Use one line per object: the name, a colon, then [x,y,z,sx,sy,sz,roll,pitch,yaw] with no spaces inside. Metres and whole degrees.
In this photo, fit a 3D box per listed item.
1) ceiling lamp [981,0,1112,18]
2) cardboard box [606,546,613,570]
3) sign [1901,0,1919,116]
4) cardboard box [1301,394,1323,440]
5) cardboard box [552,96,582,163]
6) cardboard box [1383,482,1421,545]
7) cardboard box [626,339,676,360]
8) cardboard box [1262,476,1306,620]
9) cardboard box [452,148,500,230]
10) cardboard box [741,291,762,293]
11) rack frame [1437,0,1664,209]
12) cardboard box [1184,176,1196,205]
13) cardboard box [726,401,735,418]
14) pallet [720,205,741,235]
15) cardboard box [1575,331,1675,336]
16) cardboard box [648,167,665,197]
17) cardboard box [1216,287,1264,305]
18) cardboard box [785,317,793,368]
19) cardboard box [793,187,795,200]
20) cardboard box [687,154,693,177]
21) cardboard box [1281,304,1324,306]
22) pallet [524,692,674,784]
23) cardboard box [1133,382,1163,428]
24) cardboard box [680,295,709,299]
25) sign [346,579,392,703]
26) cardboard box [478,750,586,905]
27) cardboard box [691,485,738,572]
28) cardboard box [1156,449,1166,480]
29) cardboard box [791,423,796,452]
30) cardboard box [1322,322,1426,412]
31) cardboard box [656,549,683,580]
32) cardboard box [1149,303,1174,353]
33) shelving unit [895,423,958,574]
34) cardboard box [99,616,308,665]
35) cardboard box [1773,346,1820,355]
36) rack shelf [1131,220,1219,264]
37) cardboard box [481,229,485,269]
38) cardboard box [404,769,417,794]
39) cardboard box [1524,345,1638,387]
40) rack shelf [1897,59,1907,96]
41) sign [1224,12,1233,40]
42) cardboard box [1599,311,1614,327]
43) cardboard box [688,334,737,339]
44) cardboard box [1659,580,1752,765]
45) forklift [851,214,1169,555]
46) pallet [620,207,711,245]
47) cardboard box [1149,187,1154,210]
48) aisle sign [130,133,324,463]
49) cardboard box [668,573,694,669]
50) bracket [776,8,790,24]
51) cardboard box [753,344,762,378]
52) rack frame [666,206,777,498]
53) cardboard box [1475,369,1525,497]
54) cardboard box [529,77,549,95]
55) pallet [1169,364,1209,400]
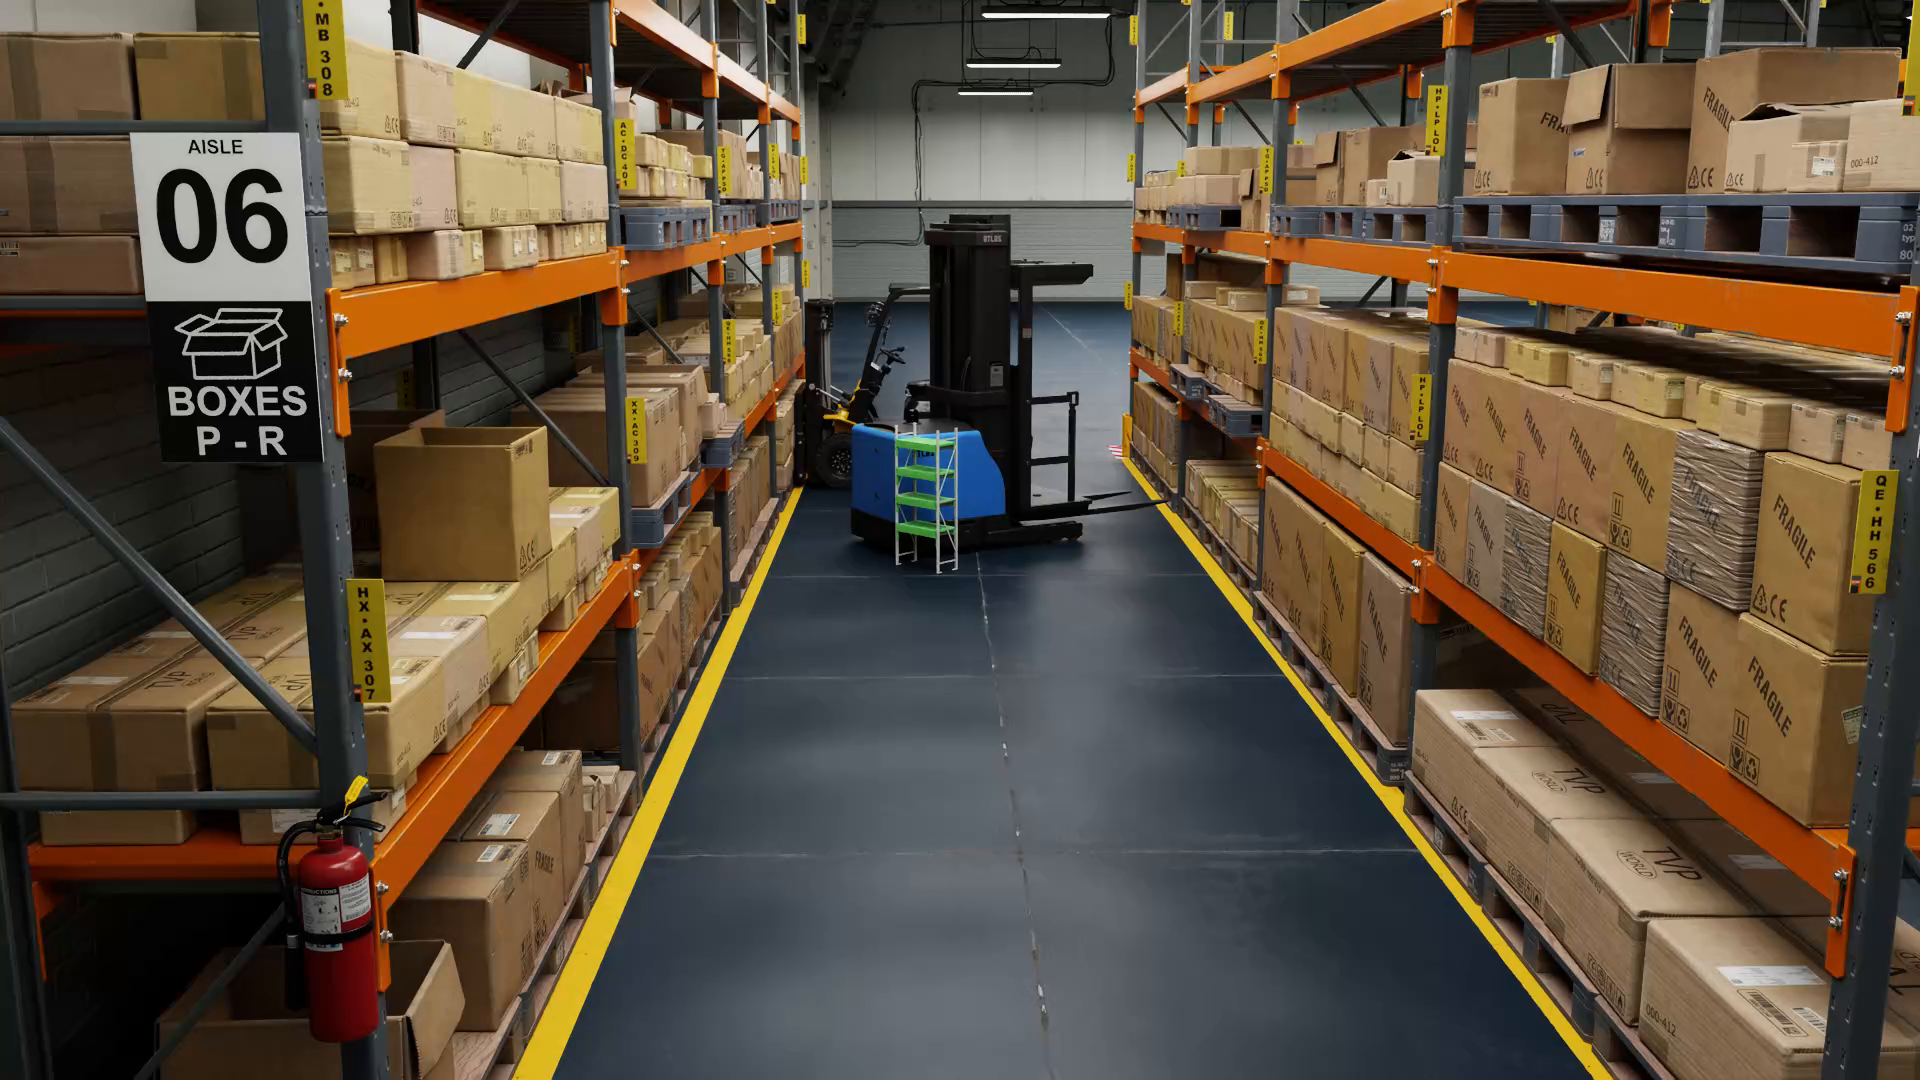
ceiling lamp: [1.320,-9.659,25.547,2.000,3.185,0.800,0,11,-1]
cardboard box: [-1.880,0.076,7.963,0.380,0.149,0.250,0,11,0]
sign: [2.363,-1.201,4.054,0.100,0.325,0.005,0,11,-1]
cardboard box: [2.512,-0.794,10.737,0.500,0.250,0.500,0,11,-1]
cardboard box: [-1.869,-1.697,6.896,0.500,0.250,0.500,0,11,-2]
cardboard box: [2.562,-0.145,8.799,0.500,0.250,0.500,-1,11,-3]
cardboard box: [-2.495,-1.539,13.410,0.380,0.149,0.250,0,11,-1]
cardboard box: [2.672,0.047,11.760,0.875,0.875,0.875,0,11,-2]
cardboard box: [-1.821,-1.149,5.452,0.500,0.250,0.500,-1,11,-3]
cardboard box: [-2.143,-2.582,17.802,0.380,0.149,0.250,0,11,-1]
rack frame: [2.823,-3.071,7.753,1.000,3.000,0.127,0,11,-1]
cardboard box: [2.281,-3.105,14.785,0.500,0.250,0.500,0,11,-2]
cardboard box: [-1.987,-0.920,12.619,0.500,0.250,0.500,0,11,-1]
pallet: [-2.325,-2.417,12.548,1.213,0.211,1.003,0,11,1]
cardboard box: [3.045,-0.875,7.619,0.380,0.149,0.250,0,11,0]
cardboard box: [-1.718,-1.824,8.475,0.380,0.149,0.250,0,11,-1]
cardboard box: [2.440,-2.129,14.512,0.380,0.149,0.250,0,11,2]
cardboard box: [-2.081,-2.142,18.013,0.500,0.500,0.500,0,11,-1]
cardboard box: [-2.066,-3.933,18.872,0.380,0.149,0.250,-1,11,-3]
cardboard box: [-1.963,-2.470,10.962,0.380,0.149,0.250,-1,11,-3]
cardboard box: [2.913,-1.829,14.667,0.500,0.500,0.500,0,11,1]
pallet: [-2.194,1.096,9.318,1.003,0.211,1.213,0,11,-1]
cardboard box: [2.317,-1.576,19.445,0.500,0.500,0.500,-1,11,-3]
cardboard box: [-2.663,-2.427,17.036,0.380,0.149,0.250,0,11,-2]
sign: [-1.514,0.259,4.251,0.100,0.325,0.005,0,11,-1]
cardboard box: [-1.974,1.207,6.989,0.700,0.500,0.500,-1,11,-3]
cardboard box: [-2.221,-0.071,12.970,0.875,0.625,0.625,0,11,1]
cardboard box: [2.356,-0.801,17.515,0.500,0.250,0.500,-1,11,-3]
cardboard box: [-2.017,-1.100,17.732,0.500,0.250,0.500,0,11,-2]
cardboard box: [2.529,-1.064,10.183,0.500,0.500,0.500,0,11,0]
cardboard box: [-1.959,0.158,10.528,0.380,0.149,0.250,-1,11,-4]
cardboard box: [2.352,-2.310,18.093,0.500,0.500,0.500,0,11,-2]
shelving unit: [-0.284,-0.358,13.998,0.503,1.200,0.258,11,16,43]
cardboard box: [-2.341,0.421,5.262,0.500,0.250,0.500,0,11,-1]
cardboard box: [7.376,-1.404,14.374,0.500,0.500,0.500,0,11,0]
rack shelf: [2.617,-3.236,17.921,1.077,0.370,4.000,0,11,-1]
cardboard box: [-1.832,-0.980,5.621,0.380,0.149,0.250,0,11,-2]
cardboard box: [-1.840,0.692,4.927,0.380,0.149,0.250,0,11,0]
cardboard box: [2.560,-0.720,6.855,0.380,0.149,0.250,-1,11,-3]
rack shelf: [7.646,-3.755,13.942,1.077,0.370,4.000,0,11,-1]
sign: [3.131,-5.990,19.393,0.100,0.325,0.005,0,11,-1]
cardboard box: [7.547,-2.230,18.321,0.875,0.550,0.500,0,11,-1]
cardboard box: [-2.073,-1.644,13.925,0.380,0.149,0.250,0,11,-1]
cardboard box: [2.636,0.421,5.379,0.500,0.500,0.500,0,11,-2]
forklift: [0.538,-1.499,15.266,3.031,2.935,1.130,-7,13,-30]
pallet: [-2.107,-1.823,9.622,1.213,0.211,1.003,0,11,-1]
cardboard box: [2.356,-3.754,18.297,0.500,0.250,0.500,0,11,1]
aisle sign: [-1.761,-0.576,4.006,0.394,0.787,0.004,0,11,-1]
cardboard box: [-1.955,0.505,10.449,0.500,0.500,0.500,-1,11,-3]
bracket: [-3.158,-9.361,29.707,0.235,0.232,0.430,0,11,-1]
cardboard box: [-2.016,-1.571,14.568,0.500,0.250,0.500,0,11,0]
rack frame: [-2.304,-1.700,16.084,1.000,3.000,0.127,0,11,-1]
cardboard box: [2.595,-0.473,7.273,0.500,0.500,0.500,0,11,-2]
cardboard box: [-2.214,-2.121,8.148,0.396,0.266,0.258,0,11,-2]
pallet: [2.529,-1.474,15.455,1.003,0.211,1.213,0,11,-1]
